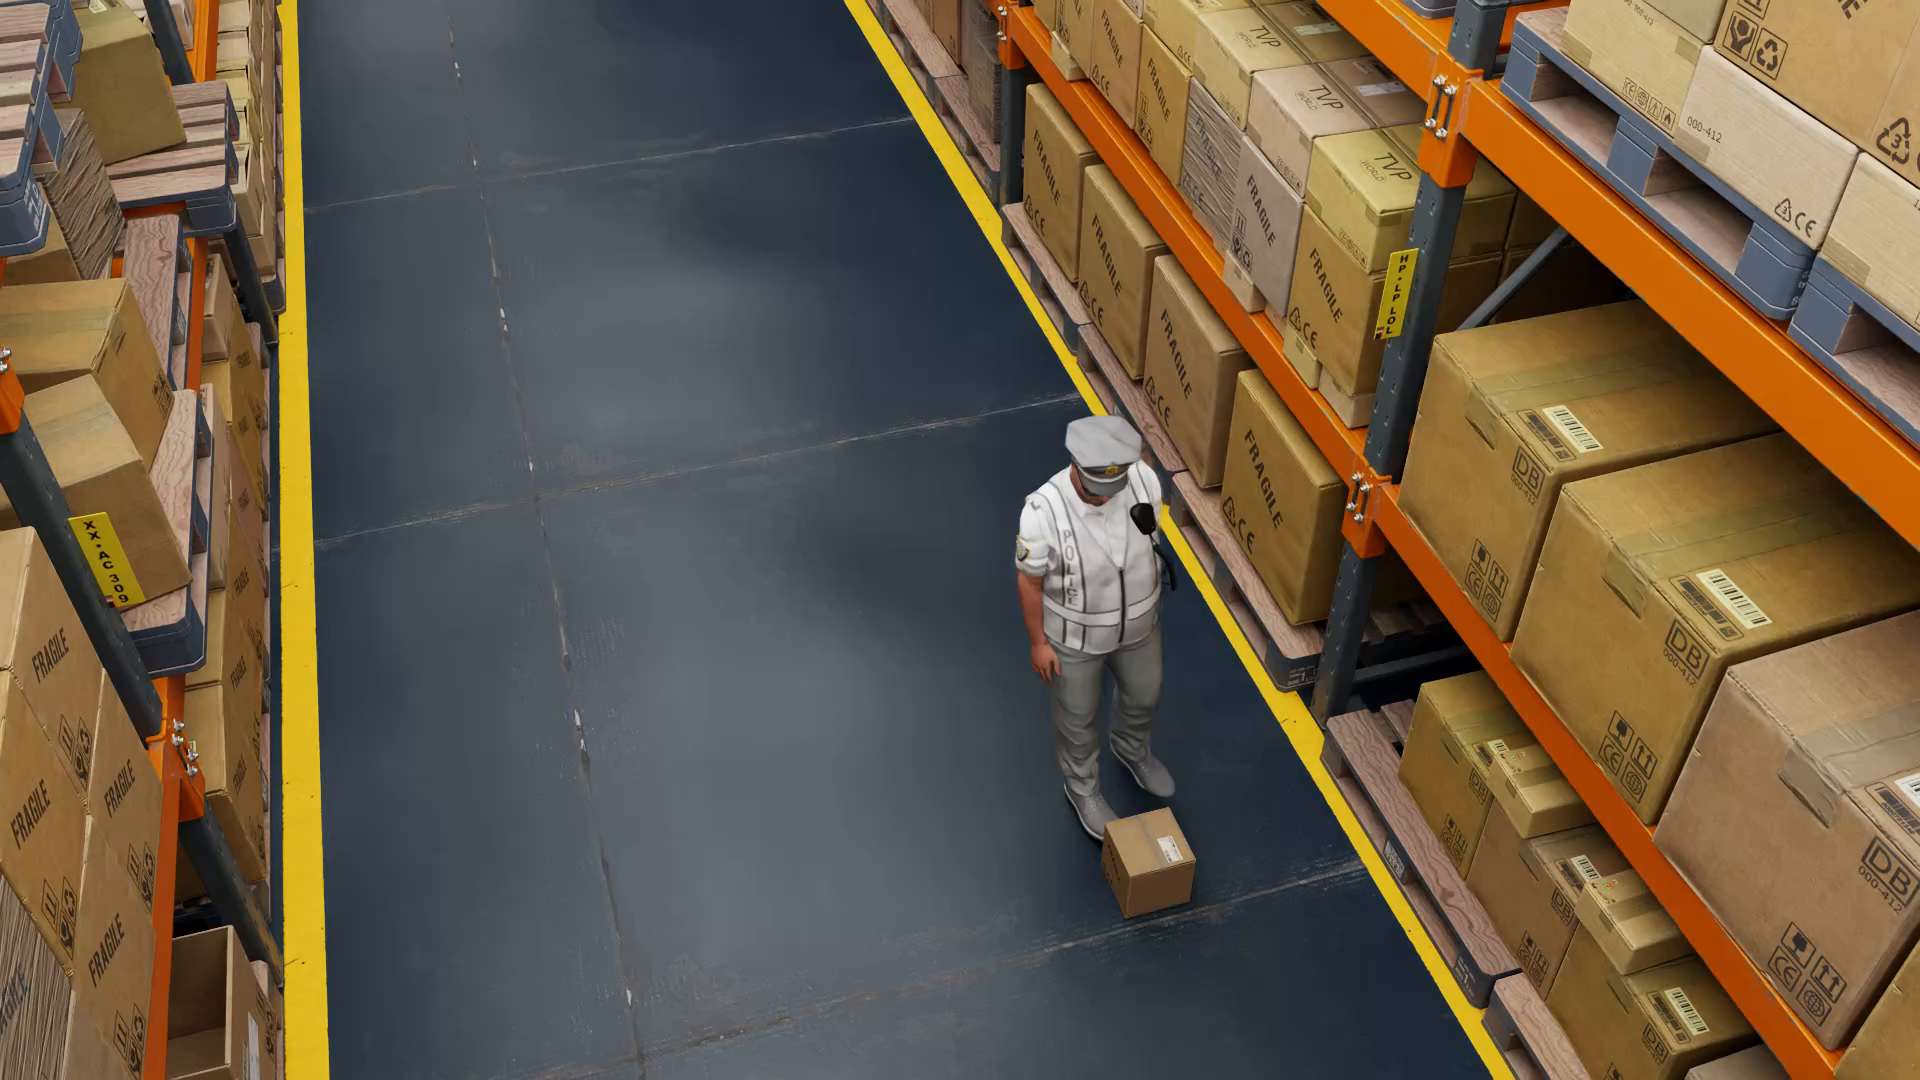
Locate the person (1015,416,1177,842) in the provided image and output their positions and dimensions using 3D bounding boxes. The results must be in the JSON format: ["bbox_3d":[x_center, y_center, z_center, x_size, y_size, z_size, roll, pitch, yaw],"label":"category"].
[{"bbox_3d":[0.522,0.335,5.800,0.619,1.800,0.515,-15,44,-16],"label":"person"}]
